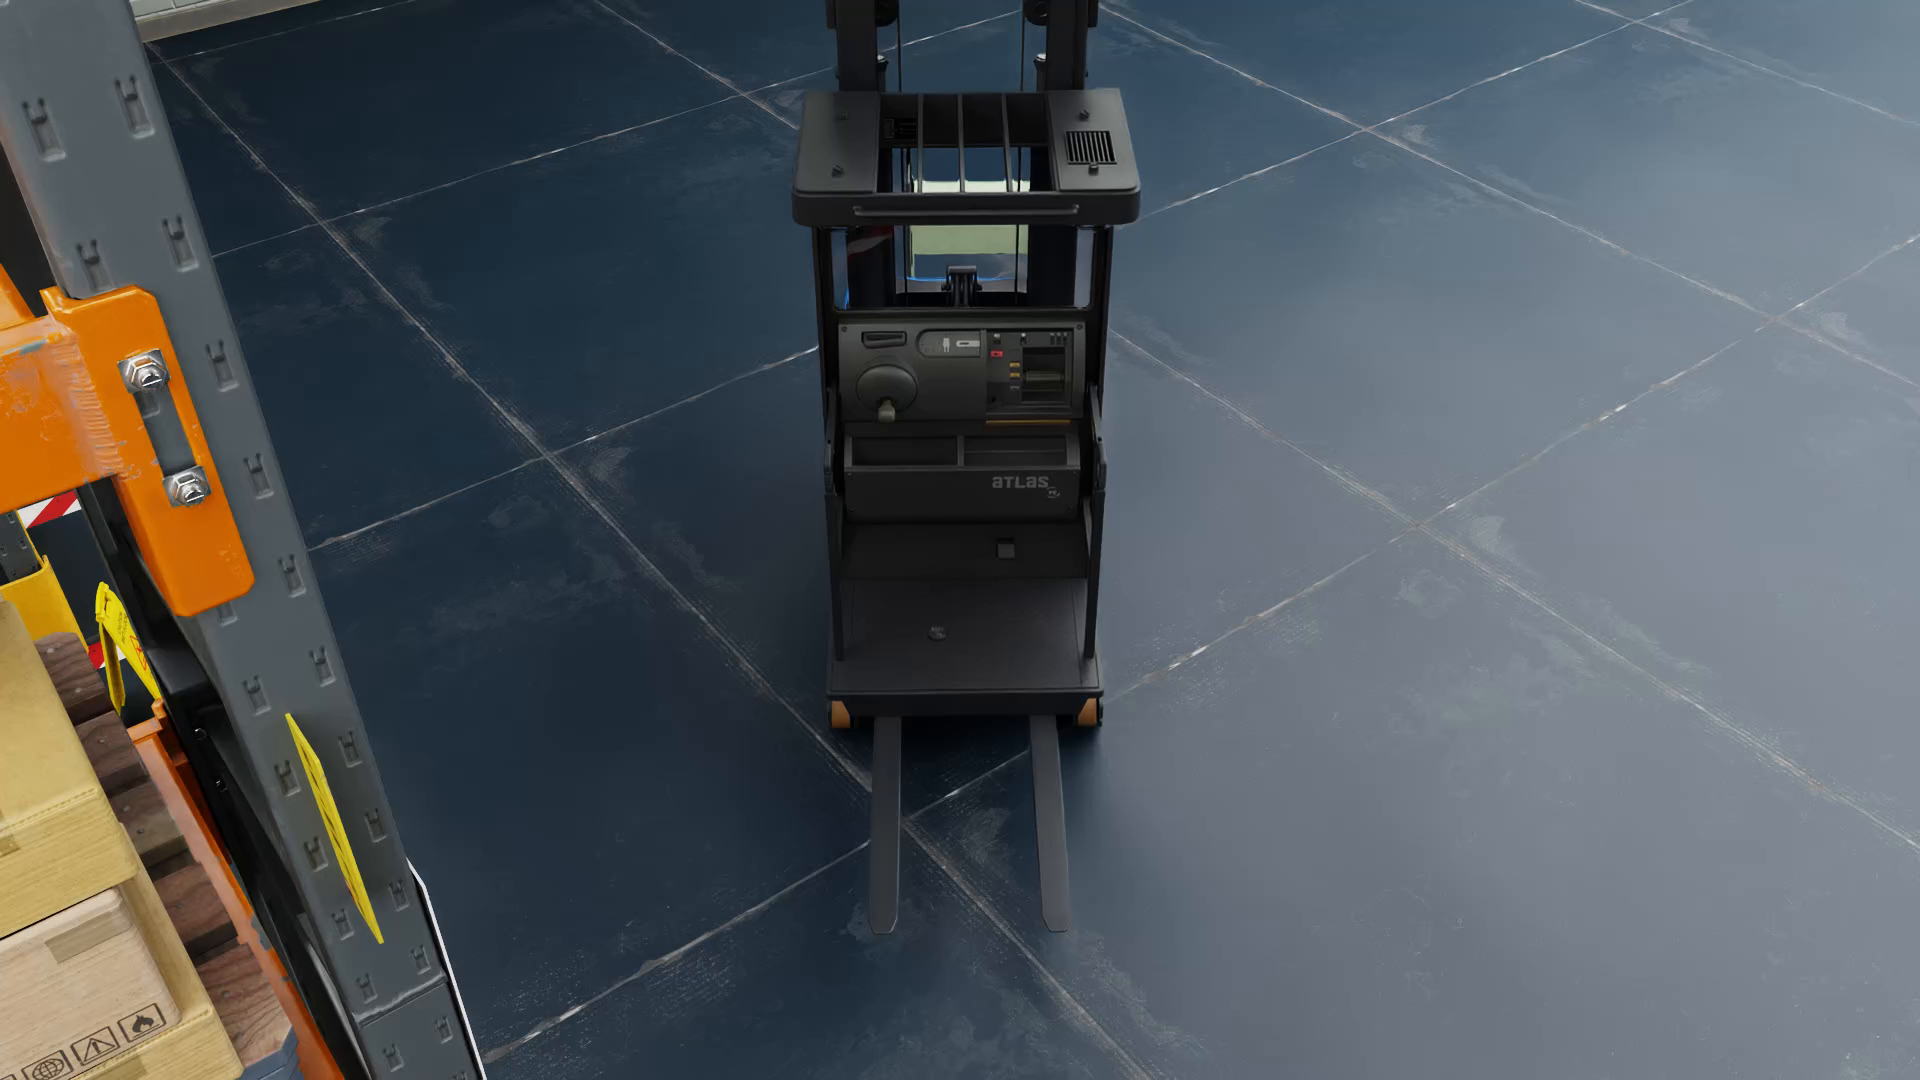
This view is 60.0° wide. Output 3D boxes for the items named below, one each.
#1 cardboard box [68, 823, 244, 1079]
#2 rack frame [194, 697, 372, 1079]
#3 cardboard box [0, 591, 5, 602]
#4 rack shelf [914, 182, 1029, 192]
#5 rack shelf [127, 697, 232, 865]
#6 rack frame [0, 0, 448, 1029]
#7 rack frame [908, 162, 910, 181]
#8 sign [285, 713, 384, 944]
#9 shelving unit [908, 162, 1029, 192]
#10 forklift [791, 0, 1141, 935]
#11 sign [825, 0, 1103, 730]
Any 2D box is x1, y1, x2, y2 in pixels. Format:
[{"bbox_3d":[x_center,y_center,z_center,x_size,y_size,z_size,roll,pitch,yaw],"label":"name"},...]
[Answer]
[{"bbox_3d":[-1.114,0.573,2.109,0.250,0.149,0.380,-26,46,-28],"label":"cardboard box"},{"bbox_3d":[-1.055,1.540,3.508,0.053,2.616,0.949,-26,46,-28],"label":"rack frame"},{"bbox_3d":[-1.525,0.246,2.509,0.250,0.149,0.380,-26,46,-28],"label":"cardboard box"},{"bbox_3d":[0.133,-1.500,7.626,0.686,0.124,0.368,-1,39,-1],"label":"rack shelf"},{"bbox_3d":[-2.643,1.429,1.845,4.000,0.370,1.077,-26,46,-28],"label":"rack shelf"},{"bbox_3d":[-1.057,-0.782,1.608,0.127,3.000,1.000,-26,46,-28],"label":"rack frame"},{"bbox_3d":[-0.233,-1.120,7.932,0.010,1.308,0.380,-1,39,-1],"label":"rack frame"},{"bbox_3d":[-0.738,0.345,1.964,0.005,0.325,0.100,-26,46,-28],"label":"sign"},{"bbox_3d":[0.128,-1.122,7.936,0.731,1.308,0.431,-1,39,-1],"label":"shelving unit"},{"bbox_3d":[0.009,-0.564,6.127,1.121,2.935,3.031,-1,39,-1],"label":"forklift"},{"bbox_3d":[0.005,-0.891,6.608,2.025,2.768,2.177,-26,46,-28],"label":"sign"}]
